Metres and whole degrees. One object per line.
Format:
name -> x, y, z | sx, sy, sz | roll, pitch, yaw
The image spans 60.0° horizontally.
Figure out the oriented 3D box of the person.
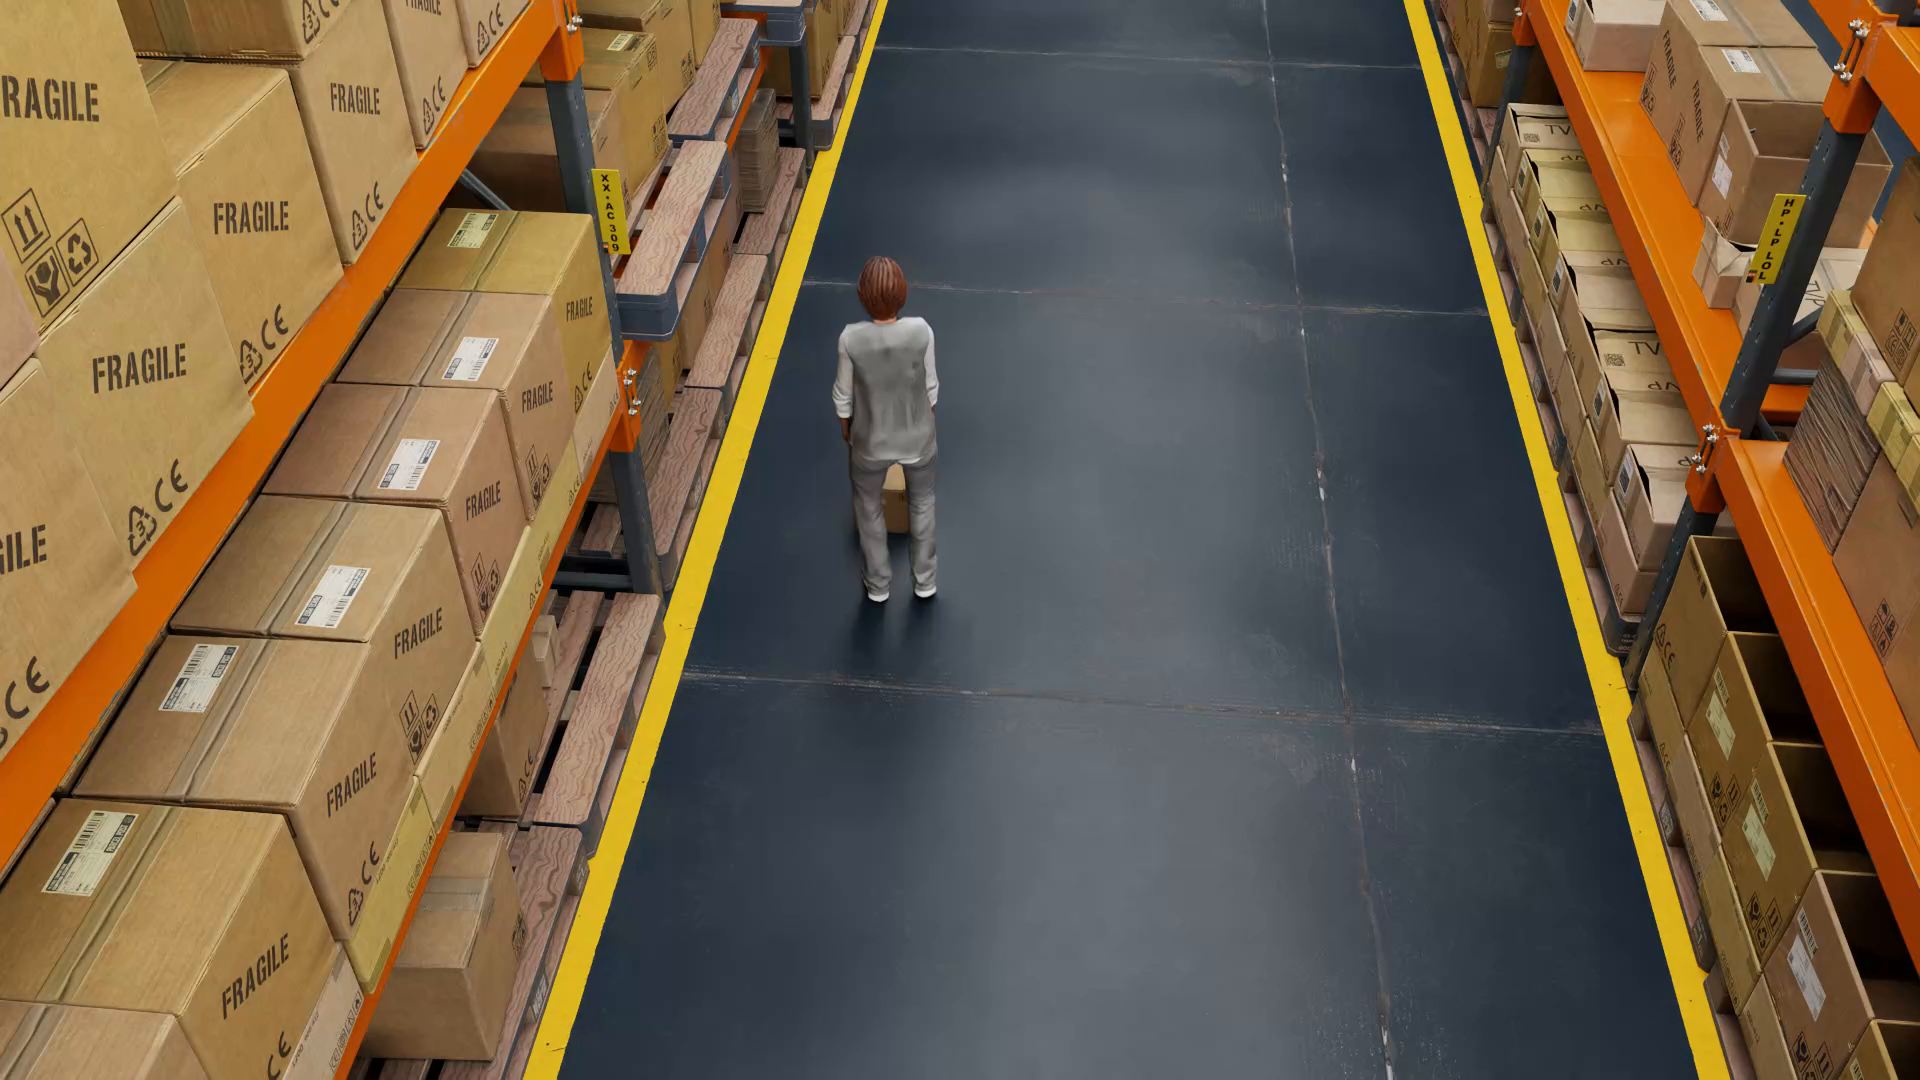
person -> -0.291, -0.396, 6.662 | 0.417, 1.564, 0.340 | -4, 41, -5
